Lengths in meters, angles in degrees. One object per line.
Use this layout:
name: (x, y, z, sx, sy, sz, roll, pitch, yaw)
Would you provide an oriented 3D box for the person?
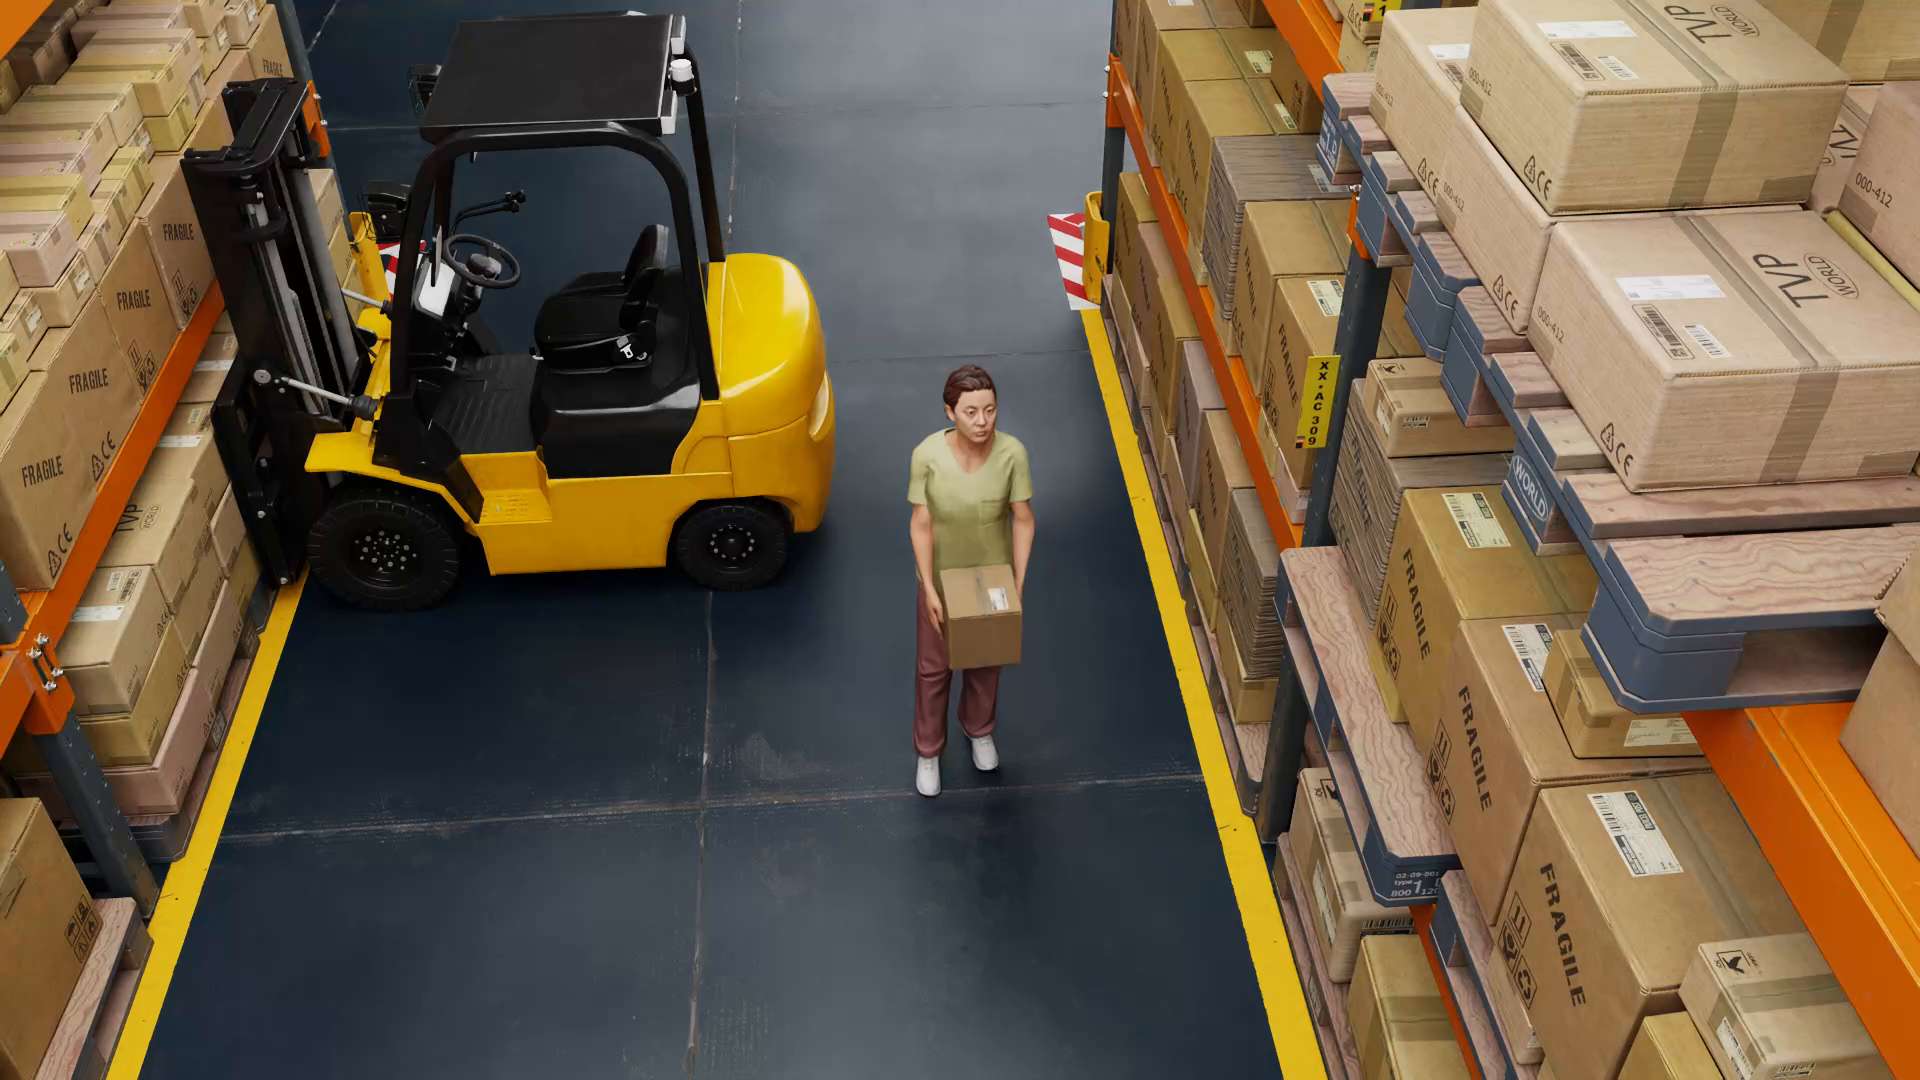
person: (0.041, 0.158, 5.957, 0.465, 1.676, 0.514, -5, 40, -6)
